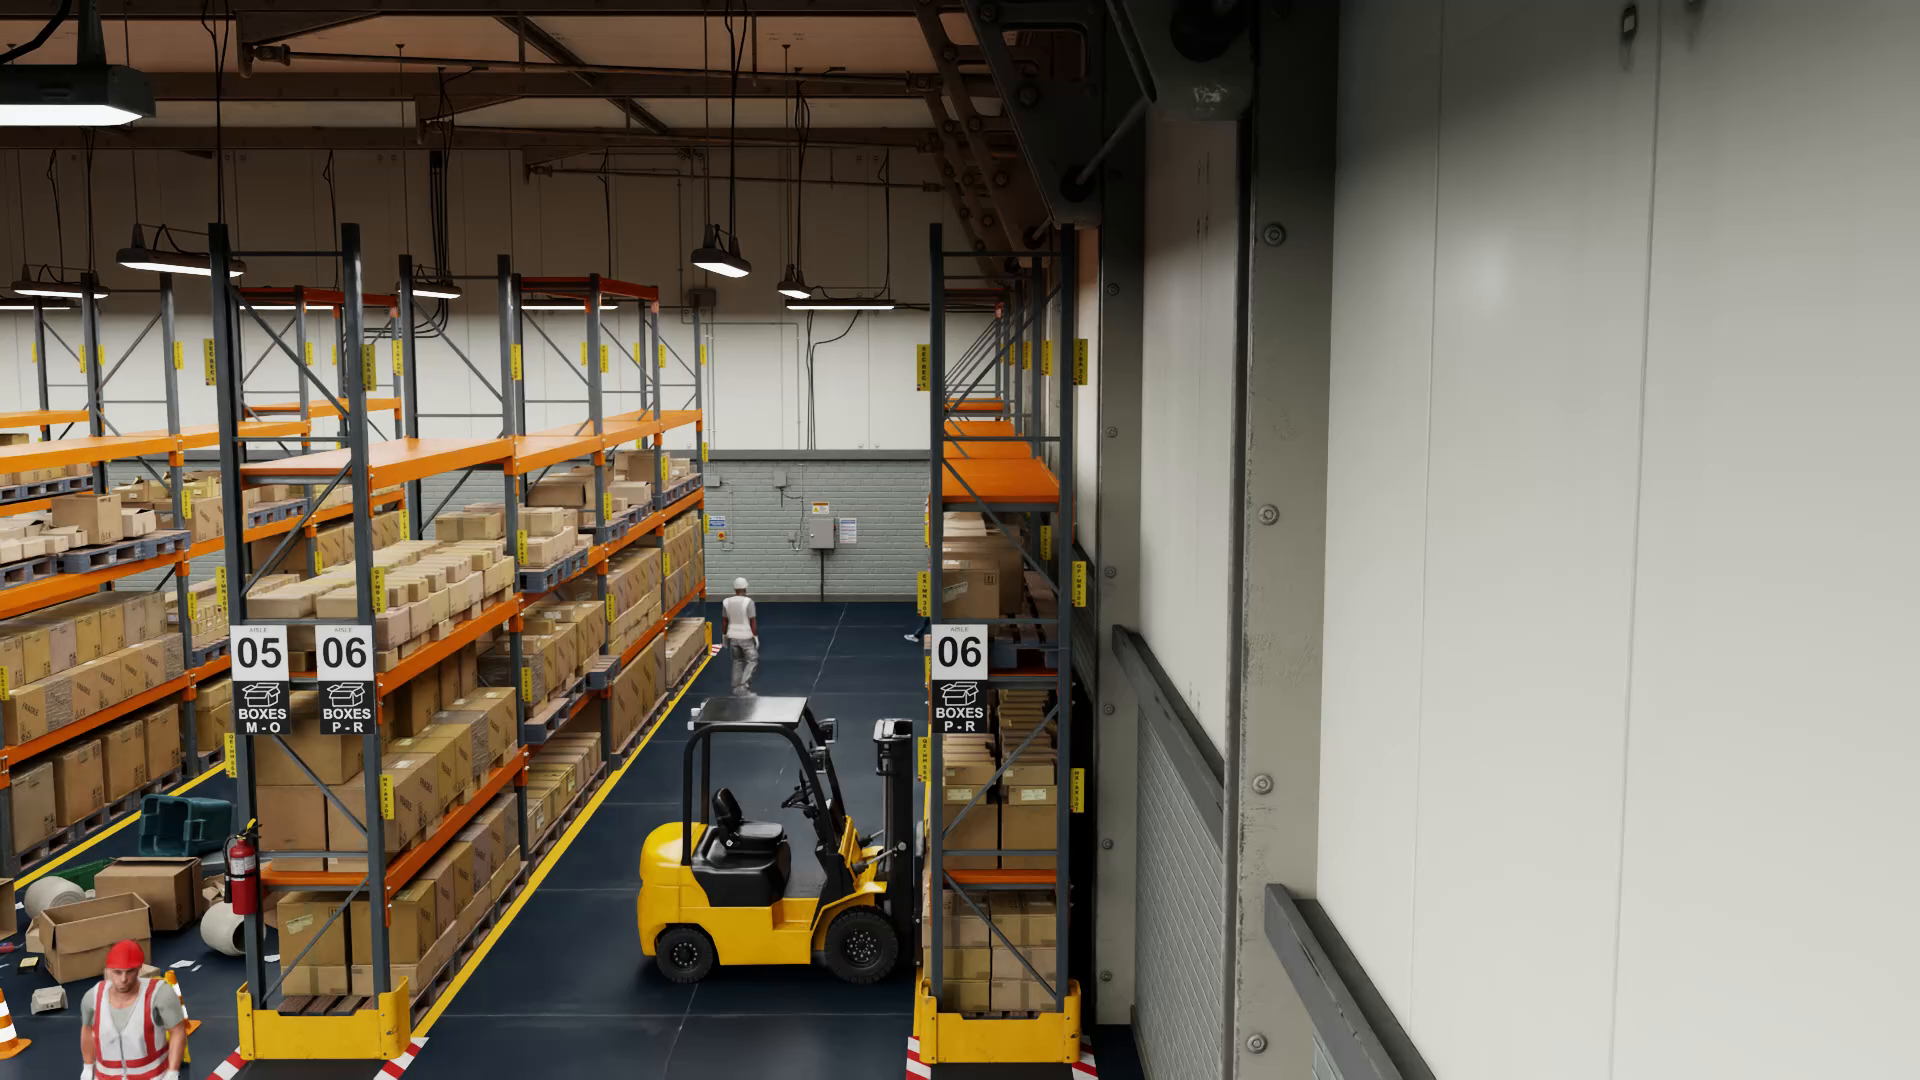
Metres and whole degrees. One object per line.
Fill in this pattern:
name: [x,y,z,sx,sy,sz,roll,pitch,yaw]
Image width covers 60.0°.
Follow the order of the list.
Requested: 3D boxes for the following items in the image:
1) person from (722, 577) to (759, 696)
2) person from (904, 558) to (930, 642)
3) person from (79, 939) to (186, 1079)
person: [-3.230,1.442,24.417,0.603,1.785,0.517,3,7,25]
person: [-0.481,1.039,29.054,1.032,1.470,0.392,-2,7,-14]
person: [-4.871,3.160,9.827,0.618,1.768,0.683,-1,7,-11]
